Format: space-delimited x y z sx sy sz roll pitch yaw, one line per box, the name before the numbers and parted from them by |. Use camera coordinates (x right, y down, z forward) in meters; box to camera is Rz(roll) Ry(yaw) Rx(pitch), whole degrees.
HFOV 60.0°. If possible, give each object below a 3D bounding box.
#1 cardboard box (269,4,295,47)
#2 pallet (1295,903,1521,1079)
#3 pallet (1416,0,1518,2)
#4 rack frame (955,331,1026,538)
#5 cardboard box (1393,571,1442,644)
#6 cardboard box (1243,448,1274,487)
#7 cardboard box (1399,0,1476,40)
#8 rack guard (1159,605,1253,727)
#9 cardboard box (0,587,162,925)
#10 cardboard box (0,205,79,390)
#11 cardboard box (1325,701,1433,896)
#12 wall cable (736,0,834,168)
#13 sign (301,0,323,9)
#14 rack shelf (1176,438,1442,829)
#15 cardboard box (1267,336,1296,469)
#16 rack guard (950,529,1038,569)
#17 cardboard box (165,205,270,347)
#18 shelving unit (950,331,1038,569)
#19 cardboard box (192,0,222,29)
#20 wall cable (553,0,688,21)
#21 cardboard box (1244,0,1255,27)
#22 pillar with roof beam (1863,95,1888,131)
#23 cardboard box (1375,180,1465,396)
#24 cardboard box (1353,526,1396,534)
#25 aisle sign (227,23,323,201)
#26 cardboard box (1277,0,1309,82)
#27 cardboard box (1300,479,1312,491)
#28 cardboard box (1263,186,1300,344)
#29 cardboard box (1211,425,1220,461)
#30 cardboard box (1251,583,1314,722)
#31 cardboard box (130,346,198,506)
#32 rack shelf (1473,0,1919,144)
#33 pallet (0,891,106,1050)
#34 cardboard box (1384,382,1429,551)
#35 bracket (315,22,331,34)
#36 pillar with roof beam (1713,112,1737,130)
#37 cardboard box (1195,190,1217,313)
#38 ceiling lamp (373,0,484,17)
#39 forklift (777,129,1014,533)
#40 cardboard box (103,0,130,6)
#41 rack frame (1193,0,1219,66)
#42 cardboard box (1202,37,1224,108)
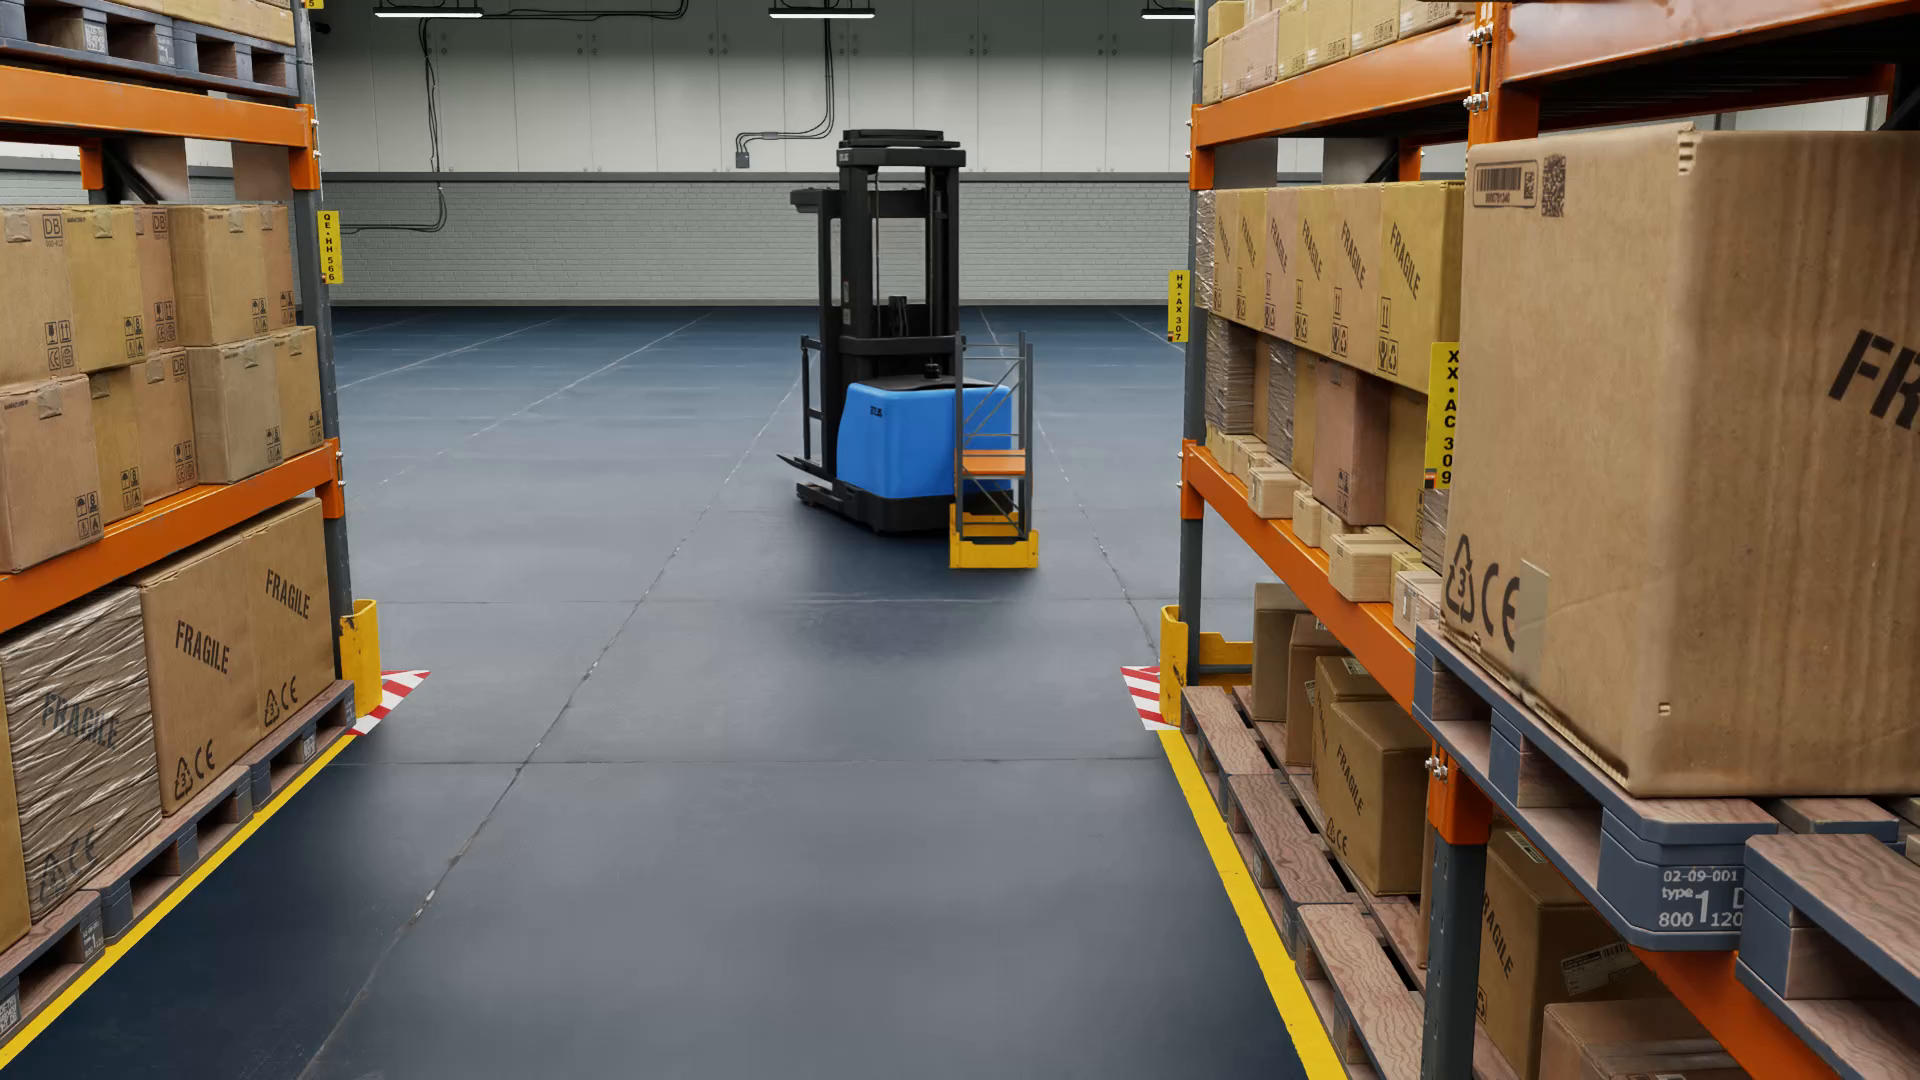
cardboard box | -3.068 -2.186 7.070 0.380 0.149 0.250 0 11 -1
pallet | 1.581 1.379 4.730 1.003 0.211 1.213 0 11 -1
pallet | 1.537 -1.109 2.909 1.213 0.211 1.003 0 11 -1
rack frame | 0.218 -0.753 12.000 0.500 1.500 0.032 0 11 0
cardboard box | 1.336 0.178 4.271 0.380 0.149 0.250 0 11 -1
cardboard box | 1.315 -0.270 6.476 0.380 0.149 0.250 0 11 -1
cardboard box | 1.360 -1.340 3.954 0.500 0.250 0.500 0 11 1
rack guard | 1.549 0.591 7.889 1.175 0.500 0.348 0 11 -1
cardboard box | -3.296 0.677 5.465 0.875 0.875 0.875 0 11 -1
cardboard box | -3.305 -0.747 5.103 0.875 0.550 0.550 0 11 -1
cardboard box | 1.551 0.849 5.563 0.500 0.500 0.500 -1 12 -6
wall cable | -4.076 -11.642 38.260 2.305 6.003 0.169 0 11 -1
sign | -2.871 -2.514 7.333 0.100 0.325 0.005 0 11 -1
rack shelf | 1.589 0.101 5.827 1.077 0.370 4.000 0 11 -1
cardboard box | 1.629 -0.536 6.158 0.875 0.500 0.500 0 11 -1
rack guard | 0.226 0.061 11.129 0.587 0.250 0.087 0 11 0
cardboard box | -3.341 -1.069 6.690 0.875 0.550 0.550 0 11 -1
shelving unit | 0.222 -0.650 11.493 0.587 1.500 1.083 0 11 0
cardboard box | -3.053 -2.035 6.323 0.380 0.149 0.250 0 11 -1
wall cable | -7.769 -13.146 37.893 3.097 2.526 0.112 0 11 -1
cardboard box | 1.294 -2.029 6.348 0.380 0.149 0.250 0 11 1
pillar with roof beam | 12.484 -8.268 30.180 9.100 9.000 0.400 0 11 -1
cardboard box | 1.346 -0.627 4.092 0.500 0.500 0.500 0 11 -1
cardboard box | 1.401 0.028 5.007 0.380 0.149 0.250 0 11 -1
aisle sign | -3.115 -1.938 7.531 0.394 0.787 0.004 0 11 -1
cardboard box | 1.338 -1.645 5.454 0.500 0.250 0.500 0 11 1
cardboard box | 1.387 -0.121 5.742 0.380 0.149 0.250 0 11 -1
cardboard box | 1.318 -0.925 5.562 0.500 0.500 0.500 0 11 -1
cardboard box | 1.301 -0.419 7.211 0.380 0.149 0.250 0 11 -1
cardboard box | 1.544 0.494 7.310 0.500 0.500 0.500 2 12 9
cardboard box | -3.441 -0.428 6.246 0.875 0.550 0.550 0 11 -1
rack shelf | 1.672 -0.574 1.609 1.077 0.370 4.000 0 11 -1
pallet | -3.268 1.361 4.818 1.003 0.211 1.213 0 11 -1
cardboard box | 1.708 -0.238 4.689 0.875 0.500 0.500 0 11 -1
bracket | -14.532 -11.668 37.886 0.235 0.232 0.430 0 11 -1
pillar with roof beam | 12.360 -9.461 36.059 9.100 9.000 0.548 0 11 -1
cardboard box | 1.287 -1.224 7.032 0.500 0.500 0.500 0 11 -1
ceiling lamp | -10.001 -11.461 31.238 2.000 3.185 0.800 0 11 -1
forklift | -0.678 -1.735 13.239 1.130 2.935 3.031 -5 13 -24
cardboard box | -3.037 -1.883 5.575 0.380 0.149 0.250 0 11 0
rack frame | 1.548 -3.589 7.119 1.000 3.000 0.127 0 11 -1
cardboard box | 1.299 -1.949 6.954 0.500 0.250 0.500 0 11 1
